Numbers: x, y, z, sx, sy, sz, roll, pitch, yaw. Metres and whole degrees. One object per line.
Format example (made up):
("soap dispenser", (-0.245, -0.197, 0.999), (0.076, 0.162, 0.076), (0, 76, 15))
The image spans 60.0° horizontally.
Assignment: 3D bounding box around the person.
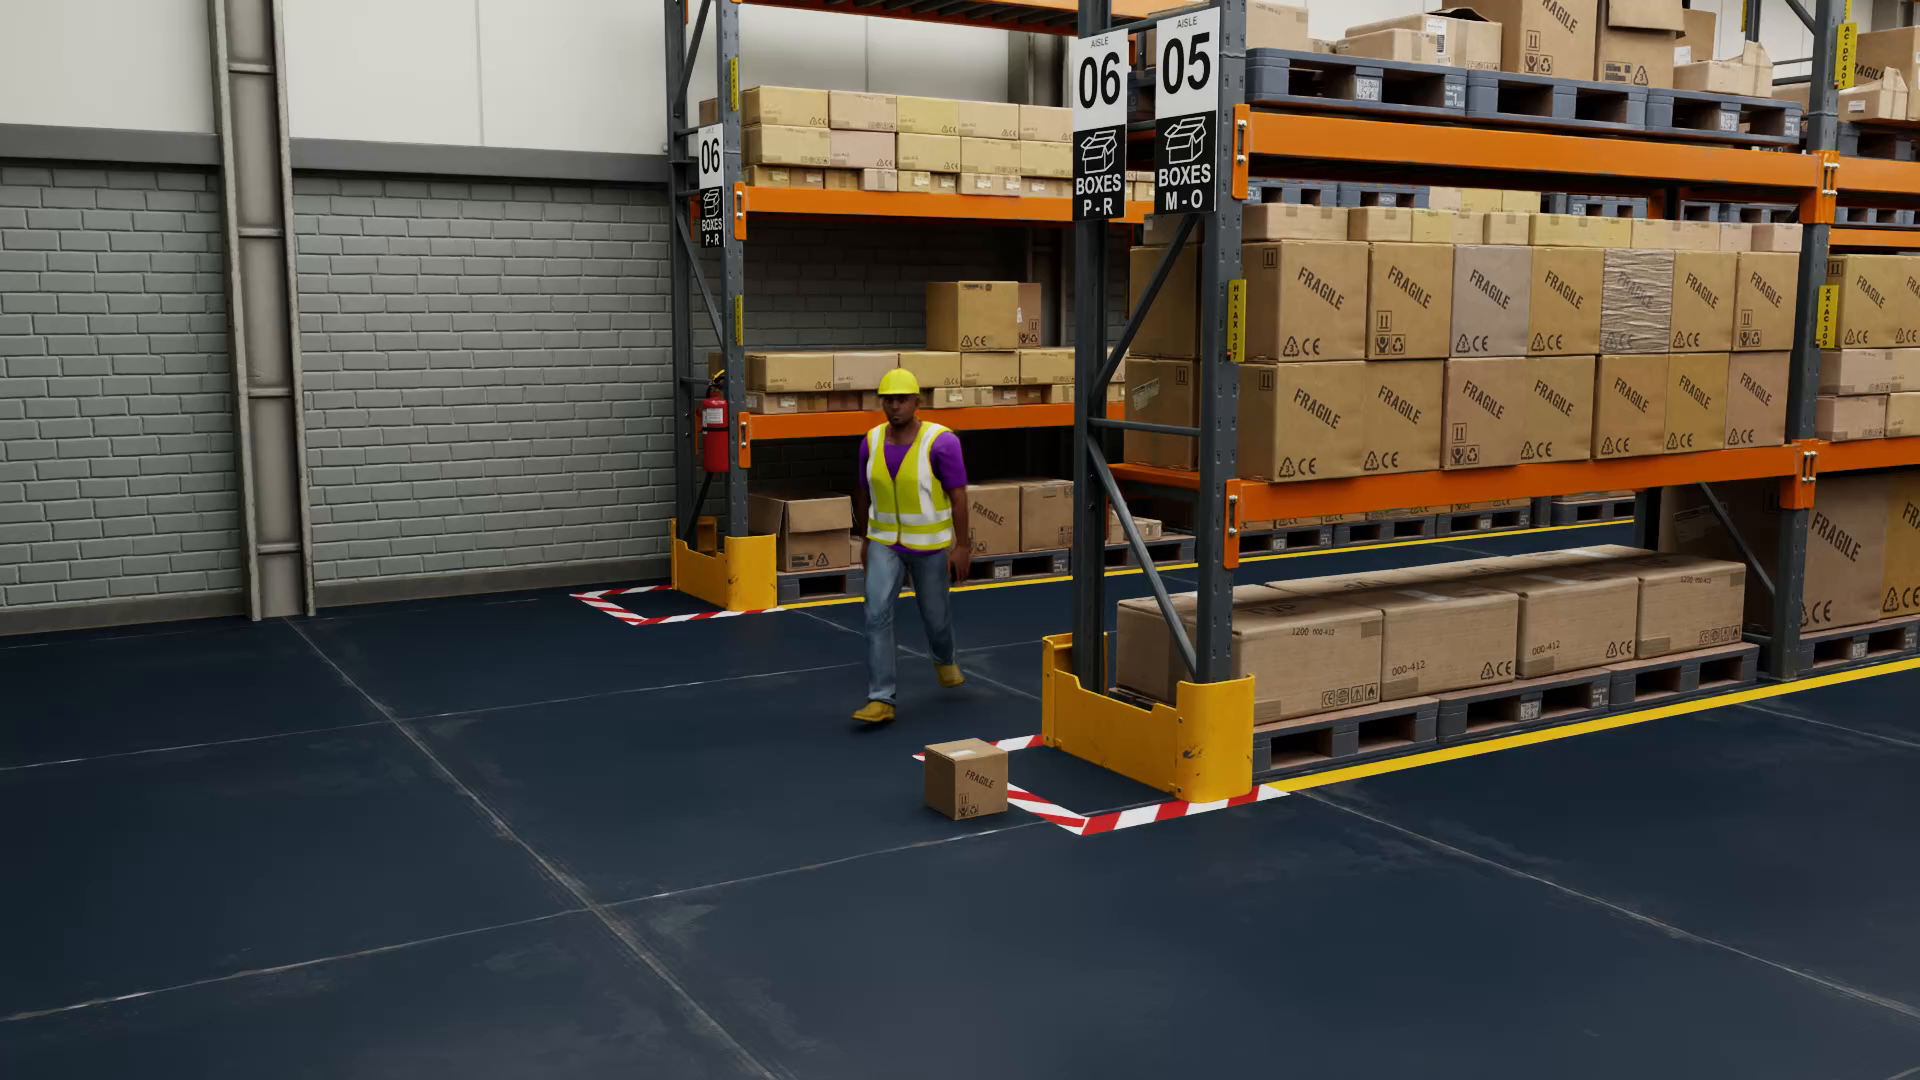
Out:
("person", (-0.228, 0.008, 8.263), (0.621, 1.723, 0.967), (2, 8, 17))
